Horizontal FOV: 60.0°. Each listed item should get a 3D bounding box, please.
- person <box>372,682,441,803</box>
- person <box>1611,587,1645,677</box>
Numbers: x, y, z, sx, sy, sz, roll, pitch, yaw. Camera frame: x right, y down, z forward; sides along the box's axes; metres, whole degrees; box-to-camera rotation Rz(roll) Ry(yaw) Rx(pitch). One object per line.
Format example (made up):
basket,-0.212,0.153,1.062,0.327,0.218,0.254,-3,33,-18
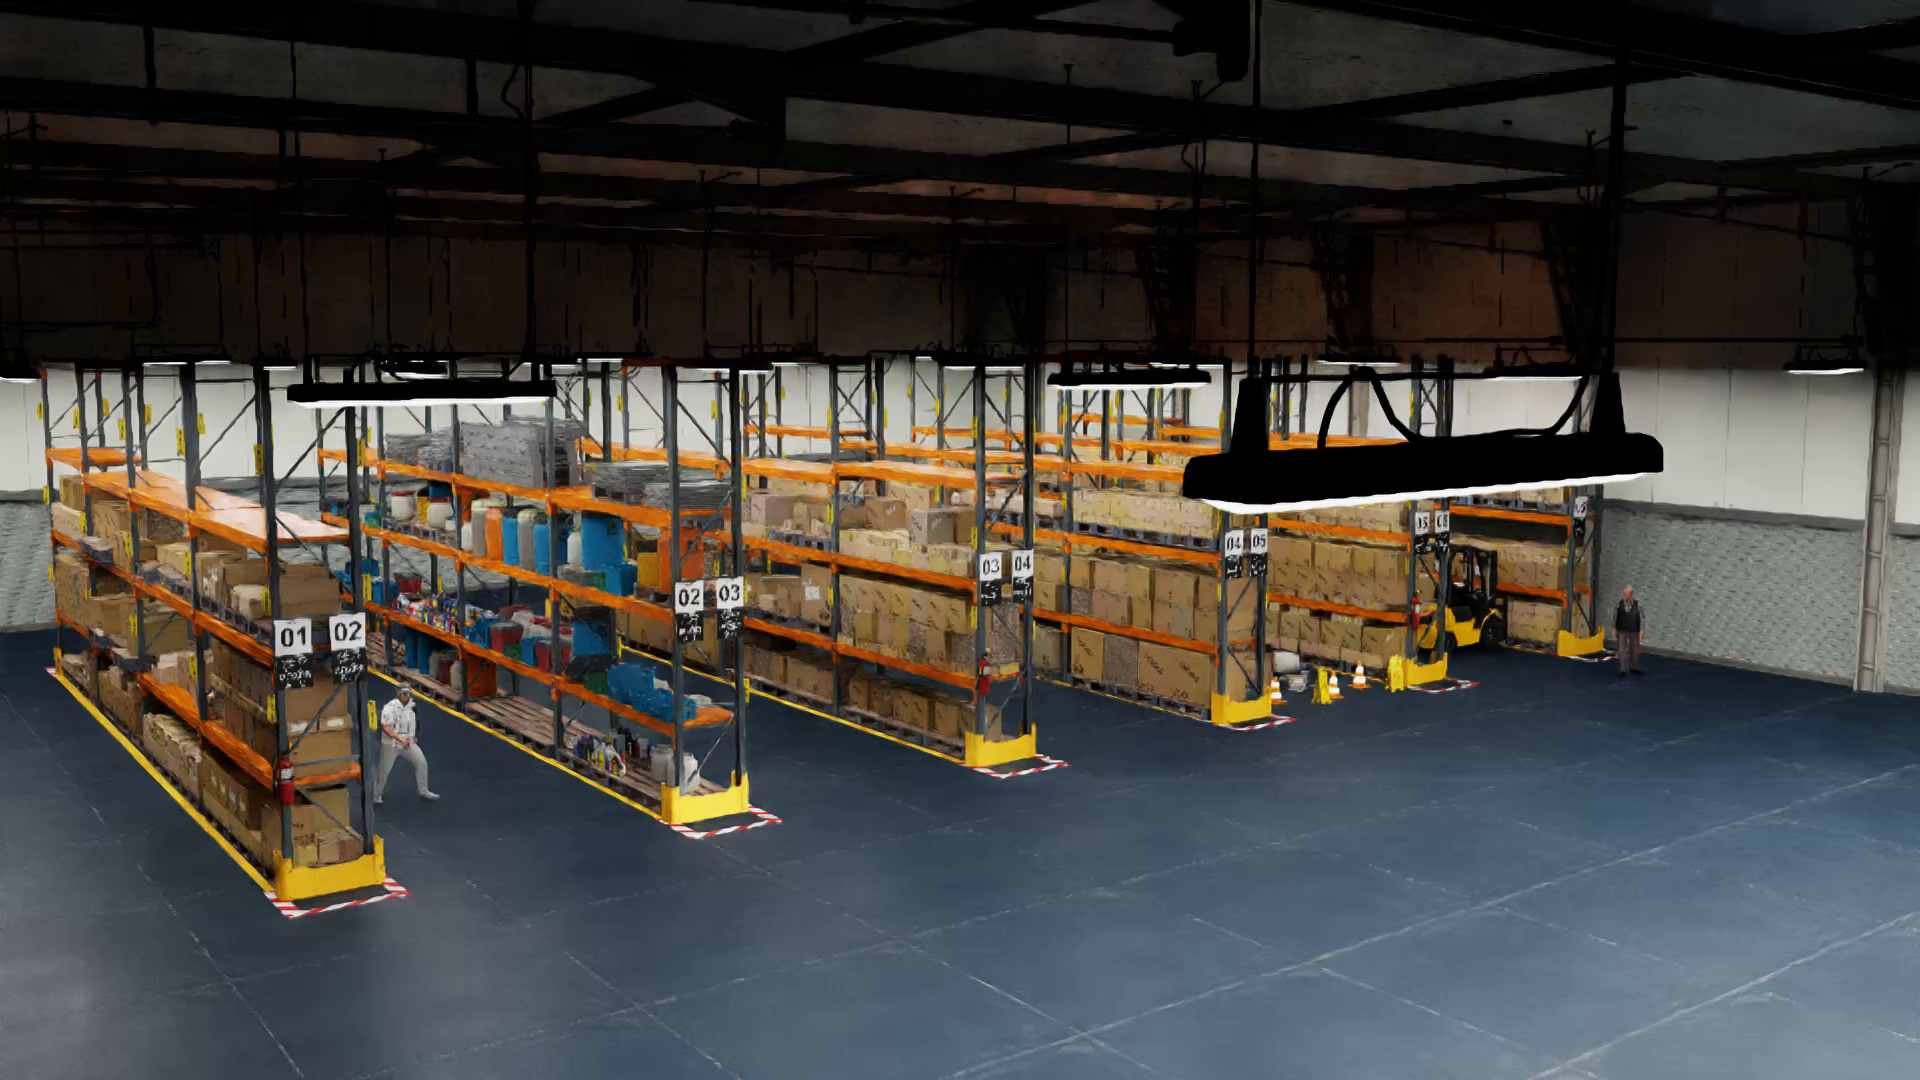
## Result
person,-7.660,2.756,22.771,0.837,1.695,0.706,5,8,36
person,12.645,1.721,31.431,0.631,1.714,0.544,3,8,25
